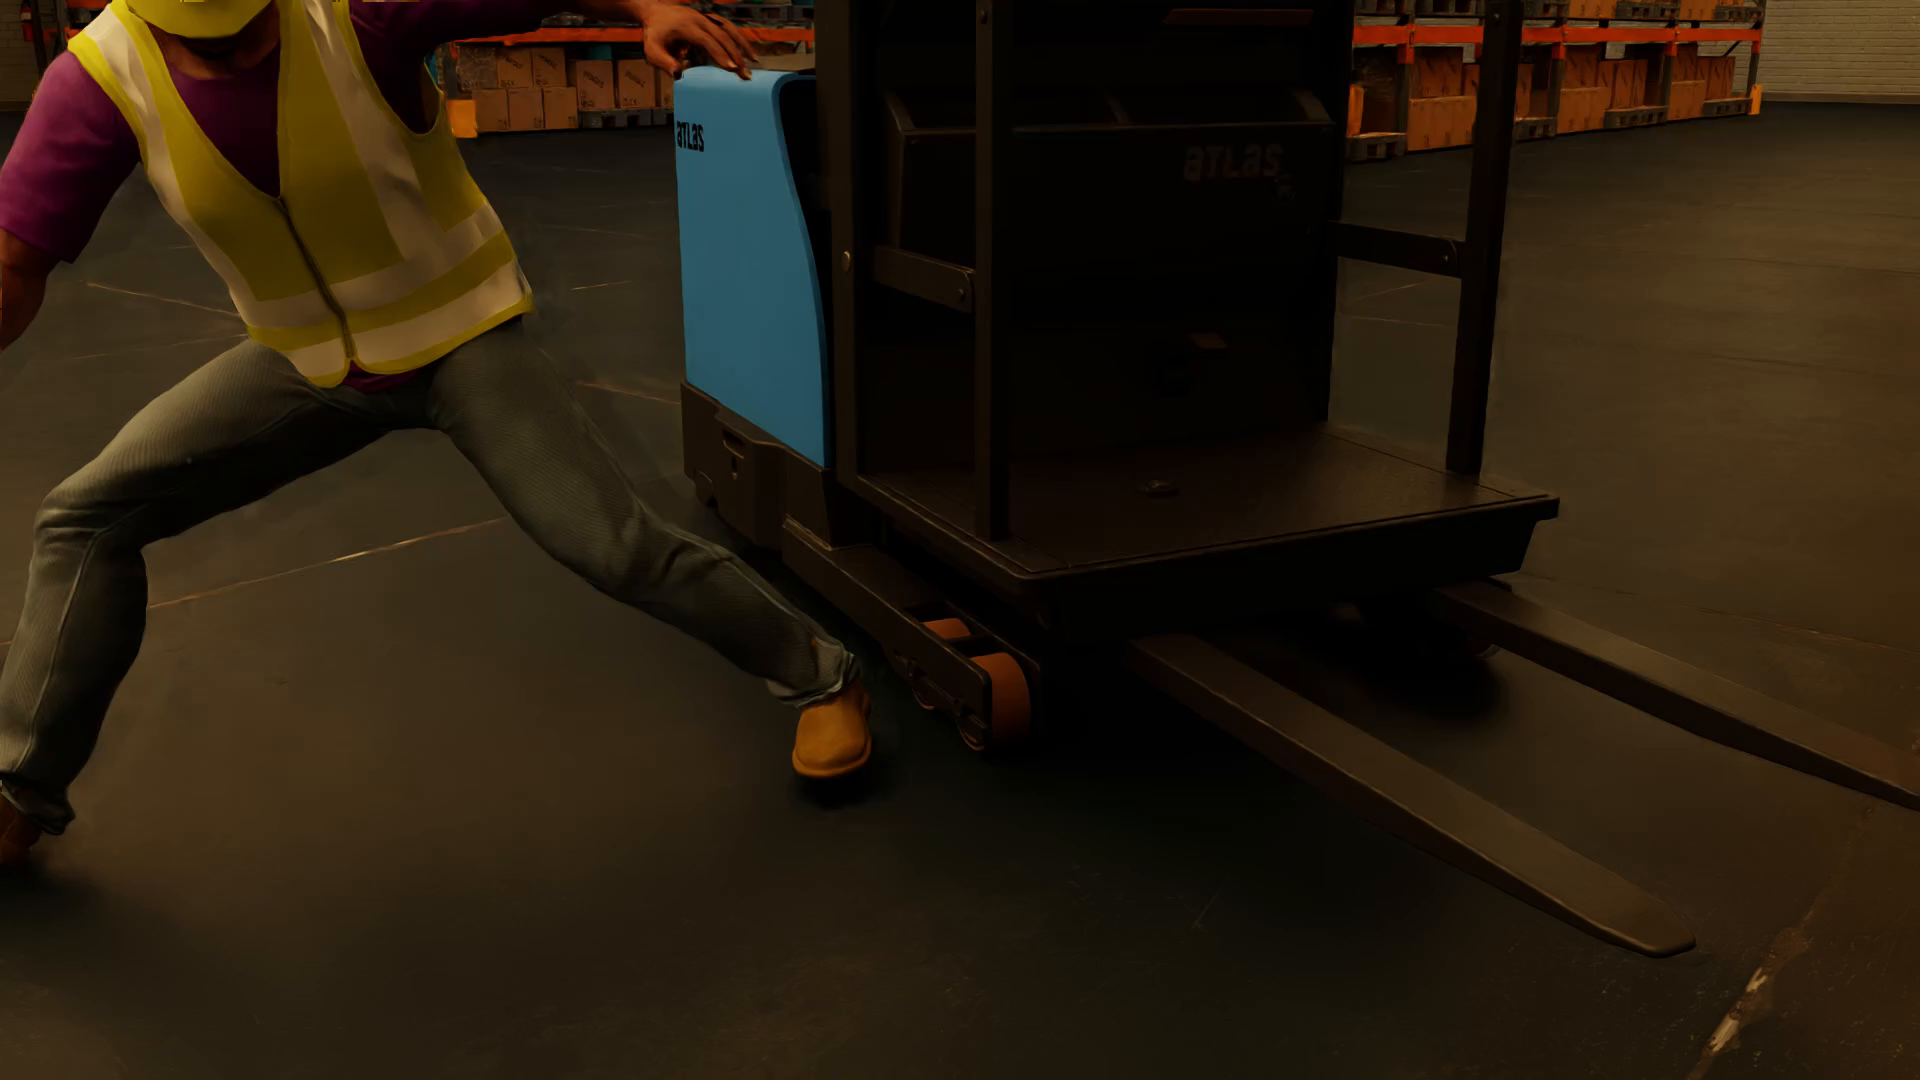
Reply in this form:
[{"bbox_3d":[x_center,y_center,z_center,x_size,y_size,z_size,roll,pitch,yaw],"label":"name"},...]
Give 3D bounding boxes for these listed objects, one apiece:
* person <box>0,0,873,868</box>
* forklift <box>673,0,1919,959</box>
[{"bbox_3d":[-0.829,-0.248,2.353,1.335,1.422,0.830,2,17,7],"label":"person"},{"bbox_3d":[0.383,-1.193,2.826,1.130,2.935,3.031,-8,19,-24],"label":"forklift"}]
